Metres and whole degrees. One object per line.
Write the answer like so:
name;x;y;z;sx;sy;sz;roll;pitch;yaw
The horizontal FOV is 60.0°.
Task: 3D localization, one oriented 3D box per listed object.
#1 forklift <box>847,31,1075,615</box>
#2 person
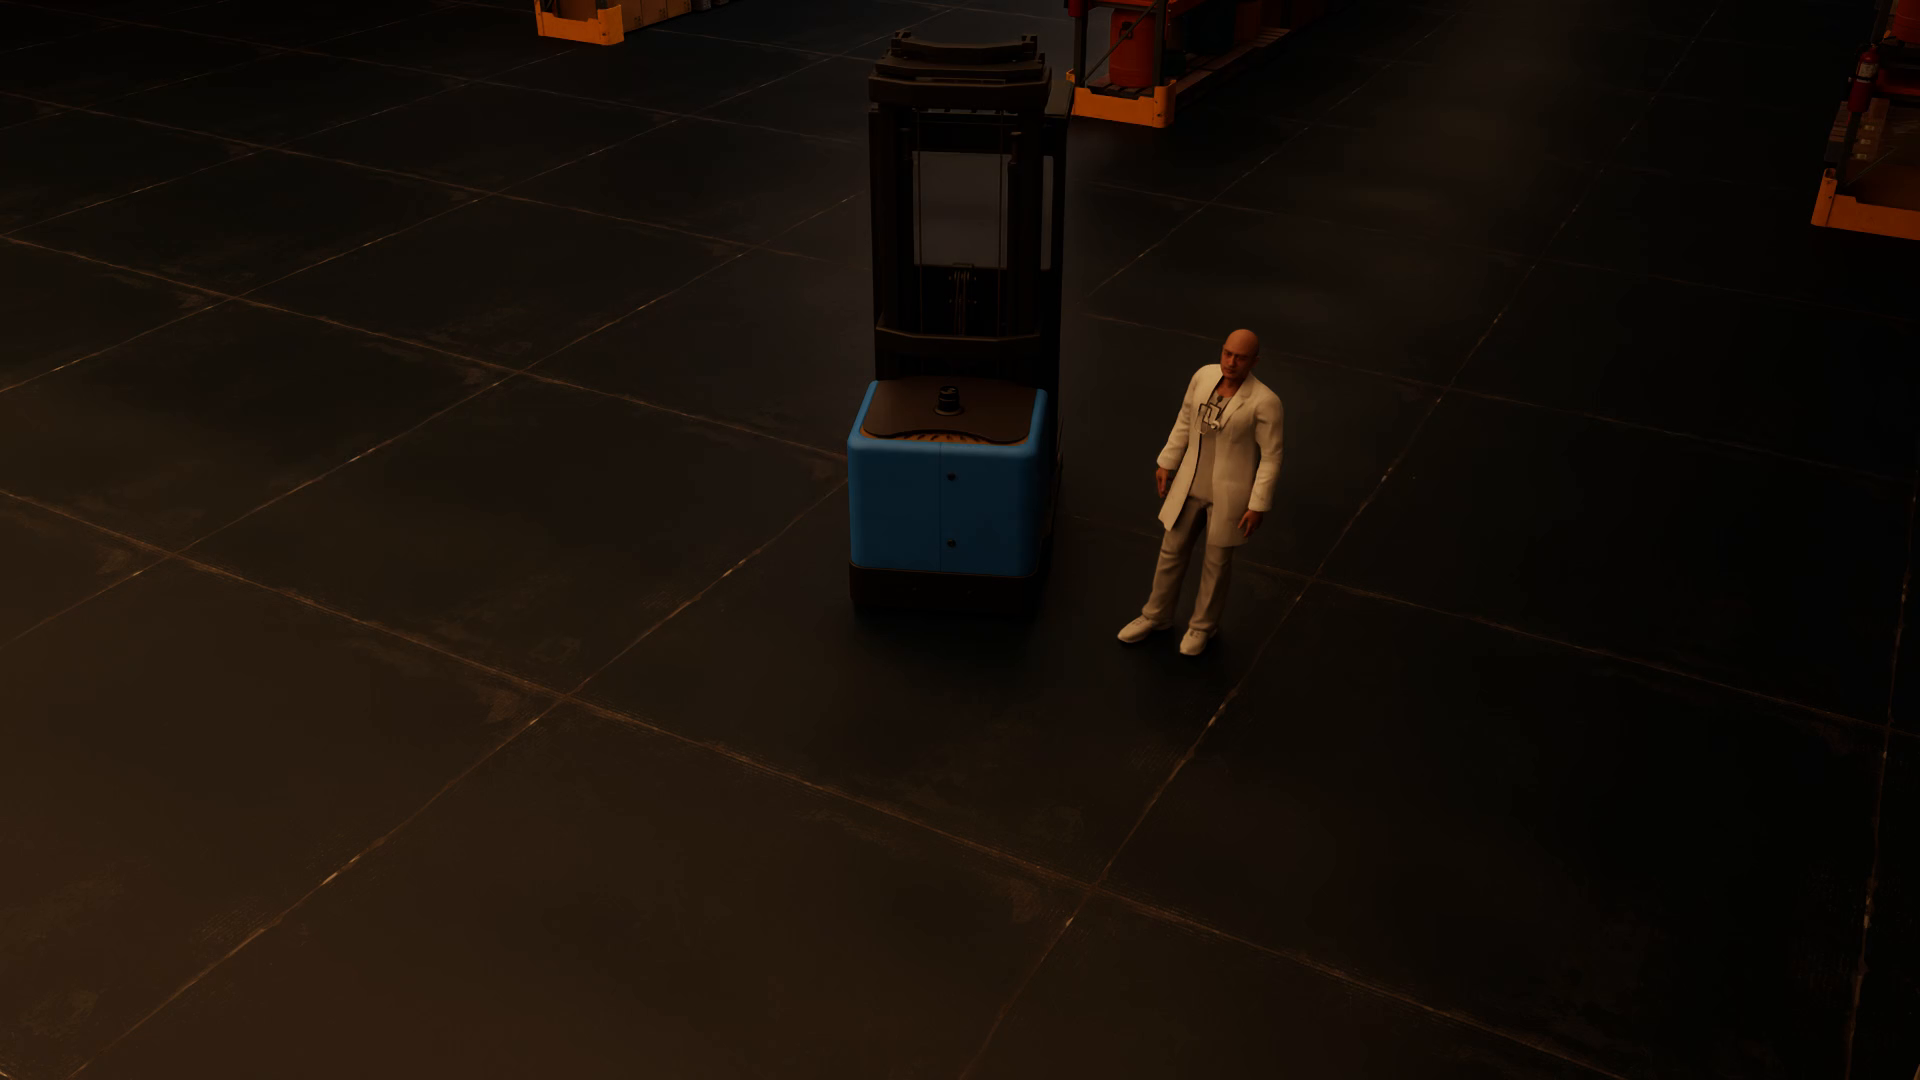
forklift;0.072;-1.572;9.794;1.130;2.935;3.031;3;30;6
person;1.263;-0.220;8.590;0.695;1.776;0.580;24;38;35
